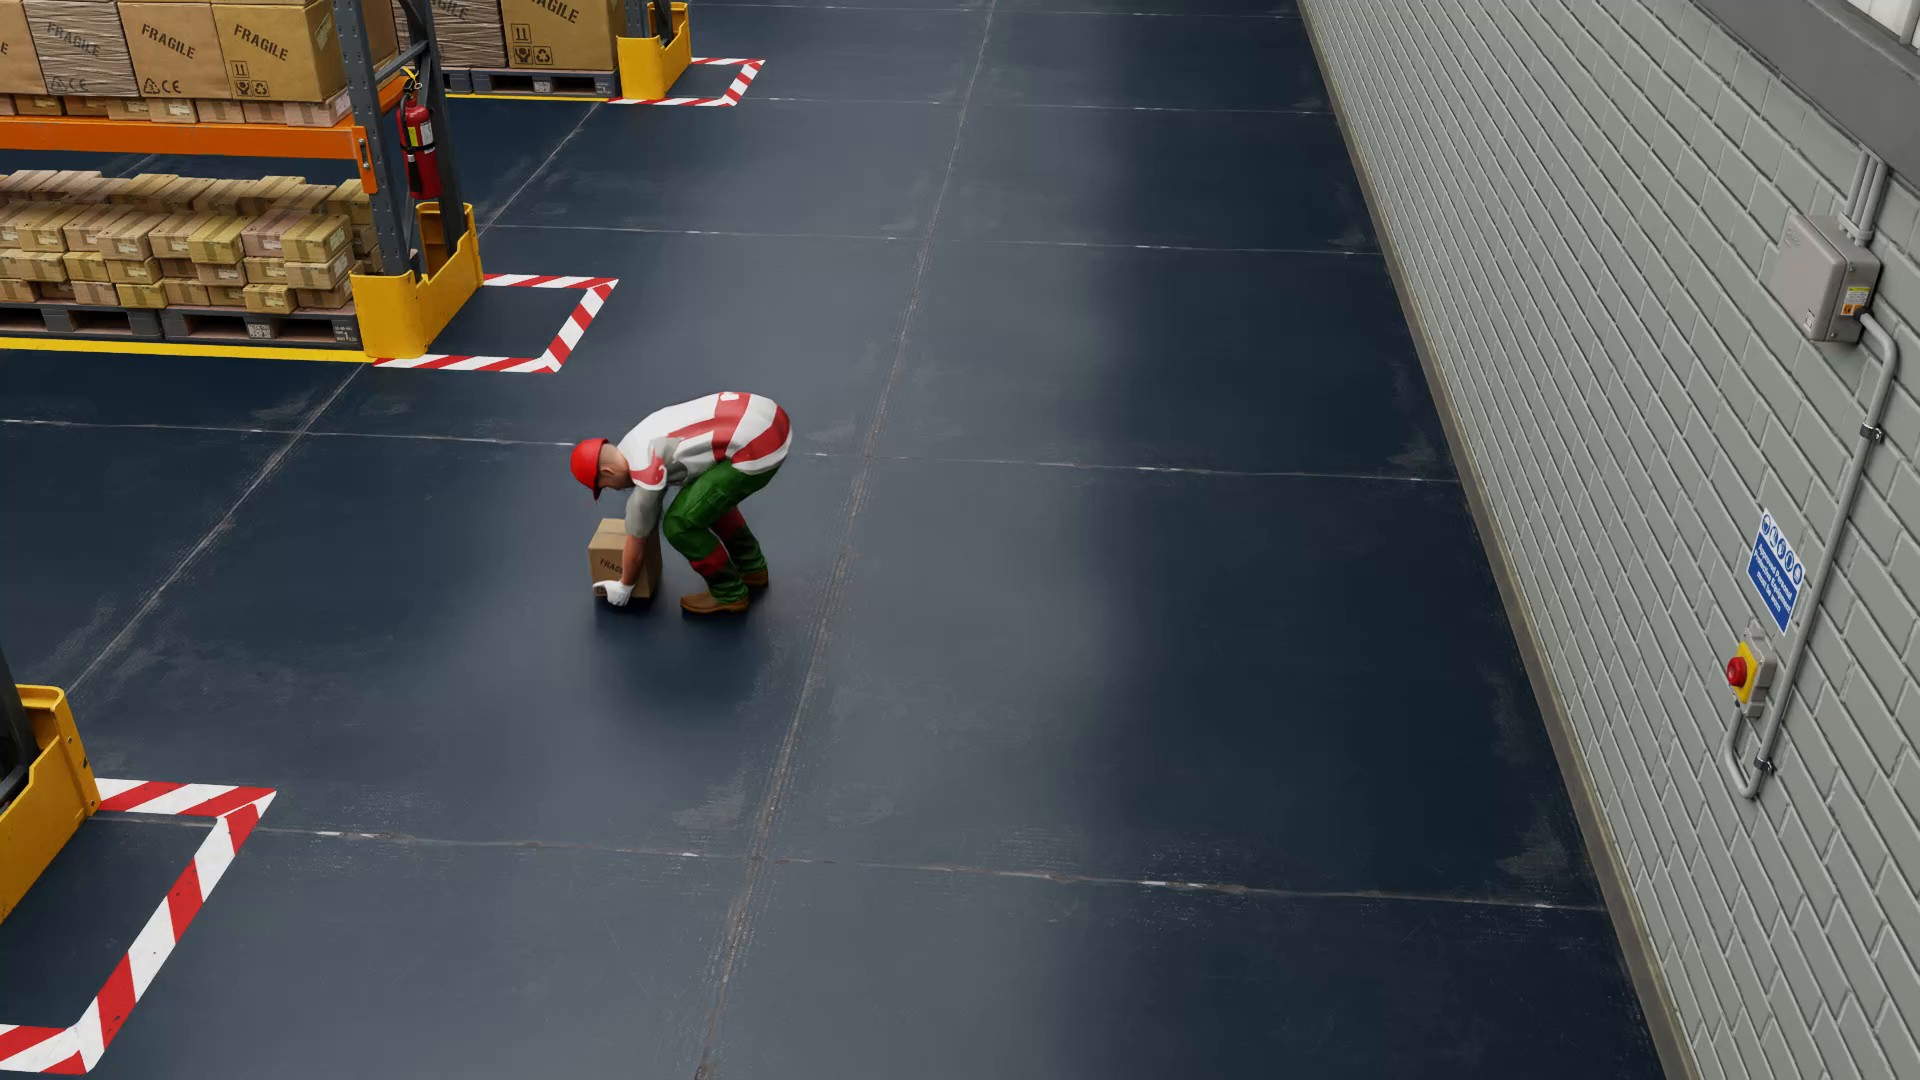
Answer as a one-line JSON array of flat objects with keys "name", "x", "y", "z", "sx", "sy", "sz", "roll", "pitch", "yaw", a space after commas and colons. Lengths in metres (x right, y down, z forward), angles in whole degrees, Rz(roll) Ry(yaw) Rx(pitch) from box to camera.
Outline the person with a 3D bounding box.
[{"name": "person", "x": -1.183, "y": -0.171, "z": 7.163, "sx": 0.948, "sy": 0.970, "sz": 0.522, "roll": 1, "pitch": 32, "yaw": 2}]
